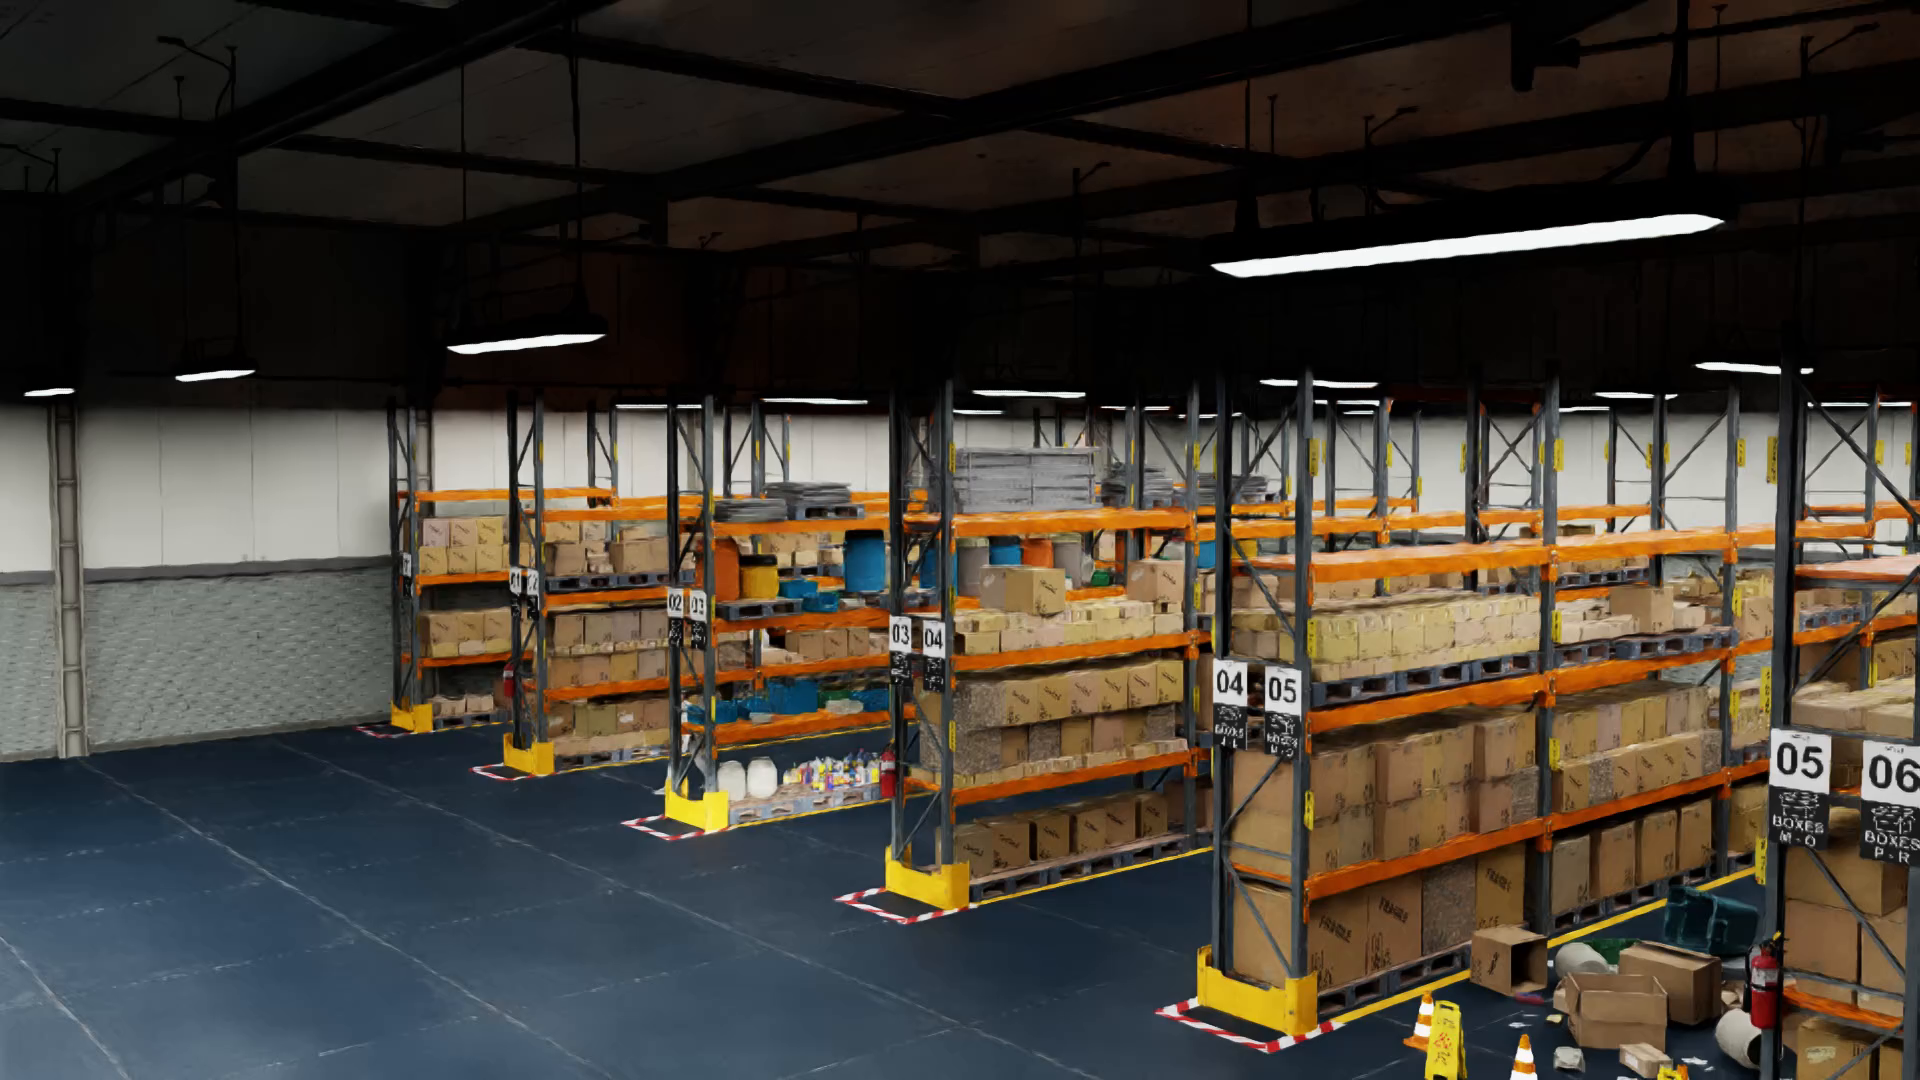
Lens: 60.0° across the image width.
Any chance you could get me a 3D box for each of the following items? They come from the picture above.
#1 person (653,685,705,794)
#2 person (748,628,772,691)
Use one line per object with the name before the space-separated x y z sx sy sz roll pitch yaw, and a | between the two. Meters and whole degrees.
person | -3.995 2.904 24.455 0.869 1.597 0.497 -3 4 -41
person | -3.960 2.335 33.169 0.490 1.767 0.625 2 4 26
